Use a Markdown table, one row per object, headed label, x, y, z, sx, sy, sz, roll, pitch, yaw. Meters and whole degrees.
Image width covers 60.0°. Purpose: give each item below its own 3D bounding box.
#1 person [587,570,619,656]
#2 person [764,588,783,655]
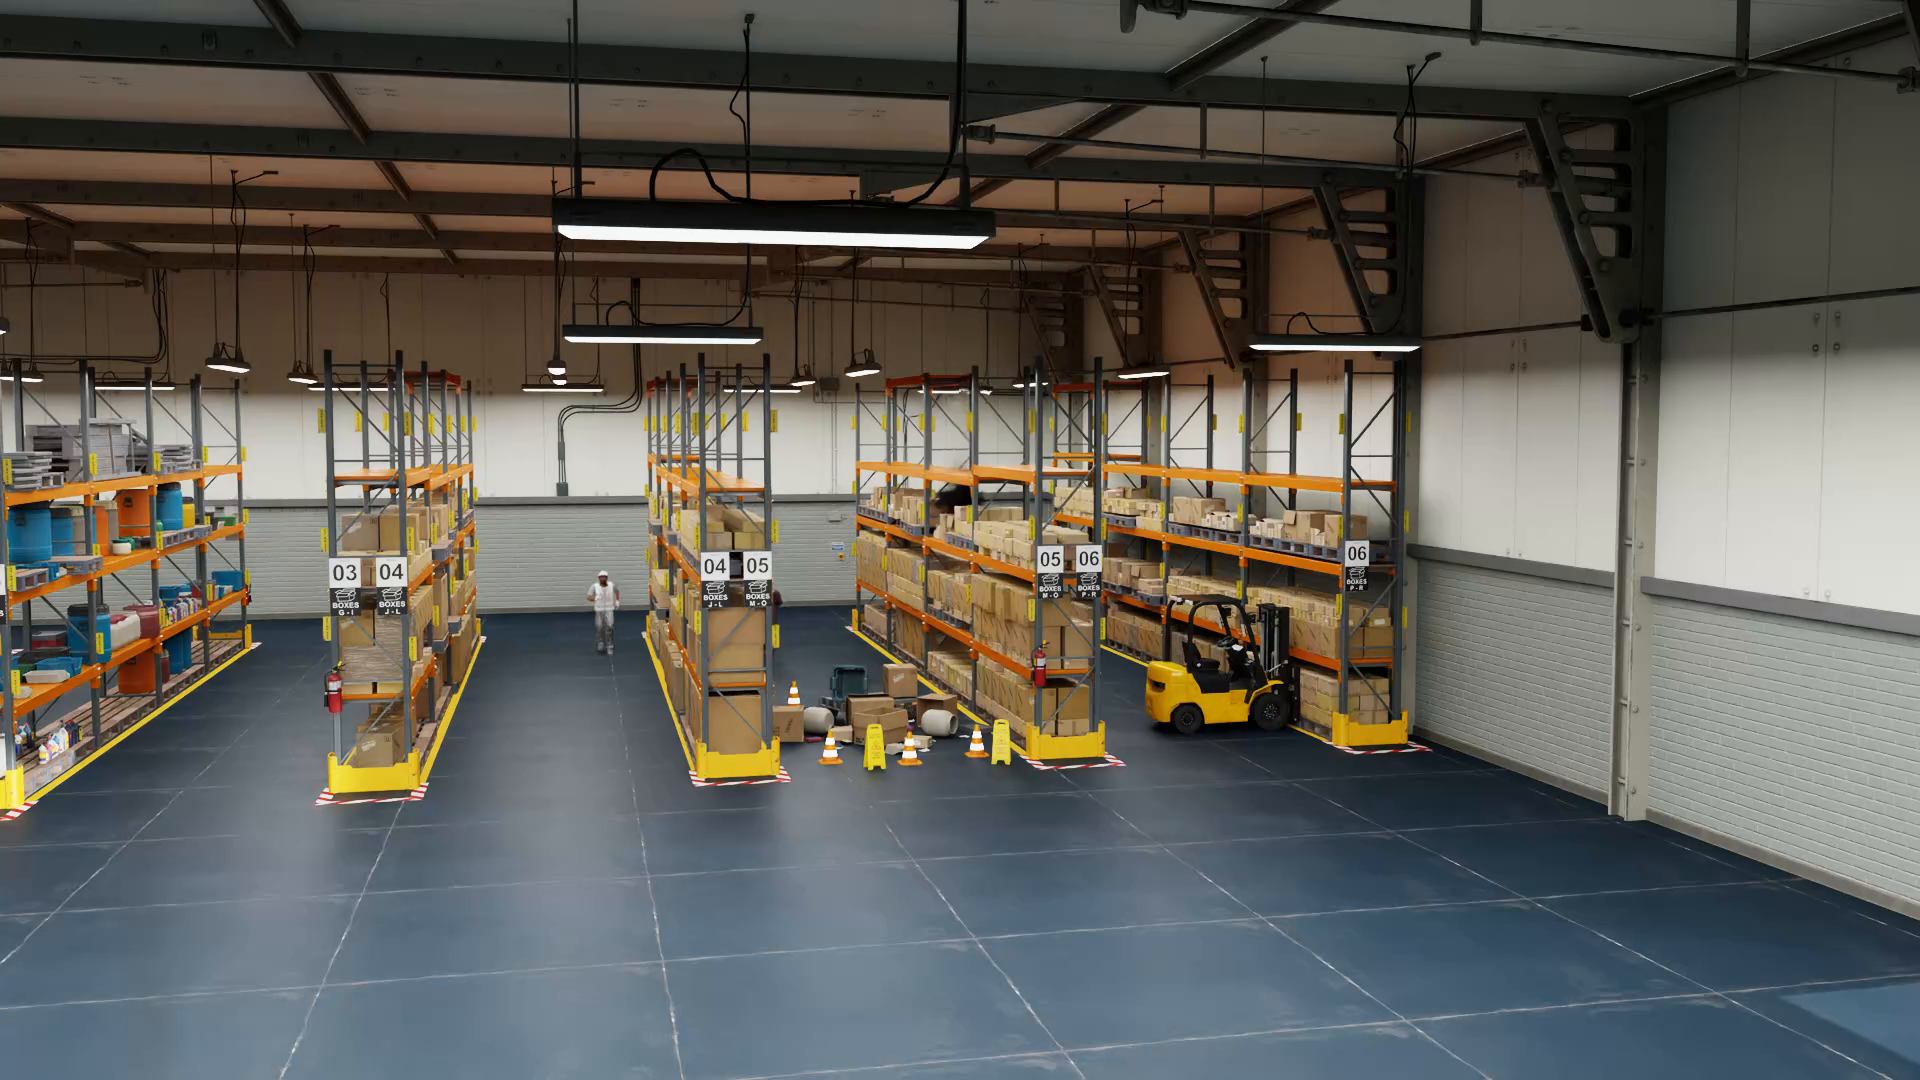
| label | x | y | z | sx | sy | sz | roll | pitch | yaw |
| --- | --- | --- | --- | --- | --- | --- | --- | --- | --- |
| person | -7.777 | 1.584 | 36.286 | 0.704 | 1.851 | 0.796 | -1 | 4 | -15 |
| person | -4.186 | 1.647 | 35.821 | 0.724 | 1.749 | 1.014 | -1 | 4 | -11 |
